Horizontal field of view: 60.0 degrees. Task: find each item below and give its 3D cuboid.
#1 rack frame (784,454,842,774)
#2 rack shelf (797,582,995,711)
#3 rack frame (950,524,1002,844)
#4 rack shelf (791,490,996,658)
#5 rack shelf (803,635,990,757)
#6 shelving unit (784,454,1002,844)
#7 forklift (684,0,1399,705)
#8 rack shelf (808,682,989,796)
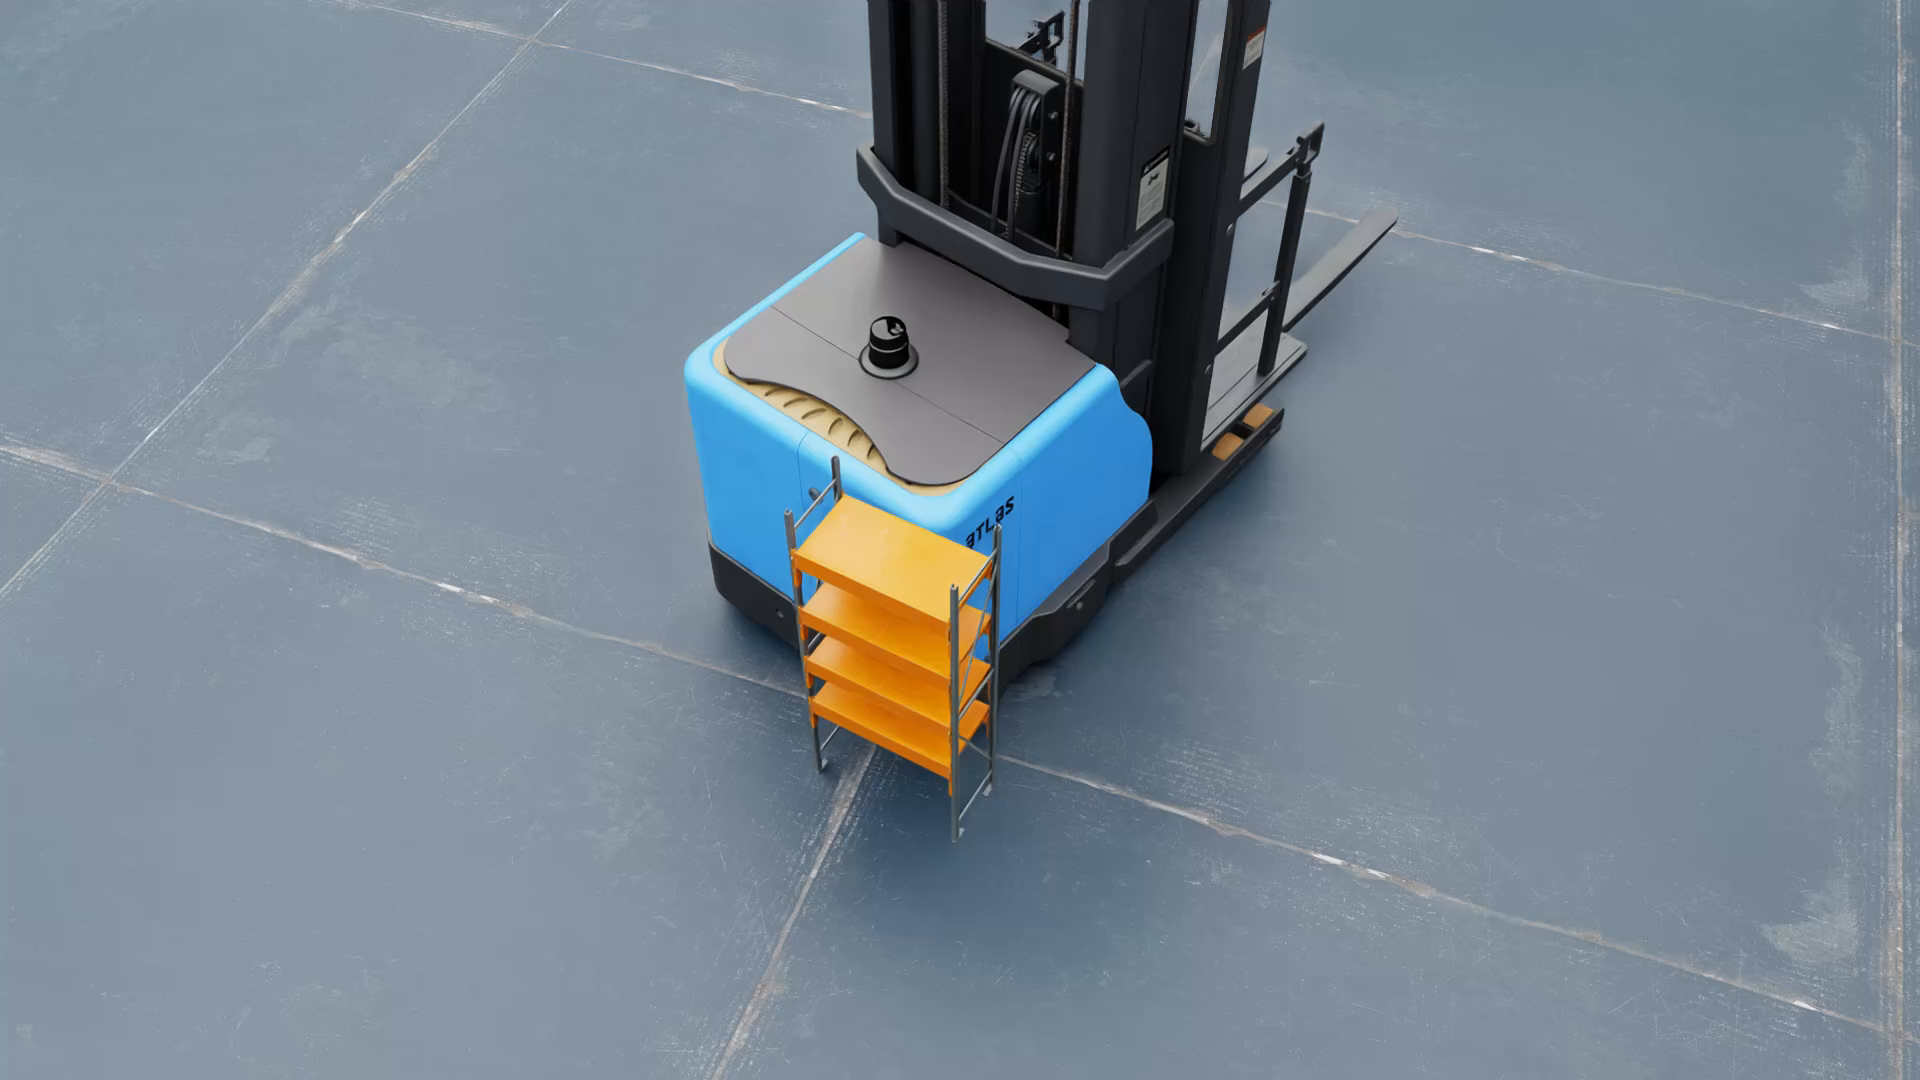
[{"bbox_3d":[-0.382,0.248,4.740,0.015,1.200,0.240,24,53,19],"label":"rack frame"},{"bbox_3d":[-0.170,0.238,4.542,0.480,0.148,0.258,24,53,19],"label":"rack shelf"},{"bbox_3d":[0.041,0.433,4.580,0.015,1.200,0.240,24,53,19],"label":"rack frame"},{"bbox_3d":[-0.171,0.084,4.363,0.480,0.148,0.258,24,53,19],"label":"rack shelf"},{"bbox_3d":[-0.170,0.385,4.711,0.480,0.148,0.258,24,53,19],"label":"rack shelf"},{"bbox_3d":[-0.170,0.341,4.660,0.503,1.200,0.258,24,53,19],"label":"shelving unit"},{"bbox_3d":[0.514,-1.397,5.021,1.130,2.935,3.031,32,56,25],"label":"forklift"},{"bbox_3d":[-0.170,0.515,4.861,0.480,0.148,0.258,24,53,19],"label":"rack shelf"}]
